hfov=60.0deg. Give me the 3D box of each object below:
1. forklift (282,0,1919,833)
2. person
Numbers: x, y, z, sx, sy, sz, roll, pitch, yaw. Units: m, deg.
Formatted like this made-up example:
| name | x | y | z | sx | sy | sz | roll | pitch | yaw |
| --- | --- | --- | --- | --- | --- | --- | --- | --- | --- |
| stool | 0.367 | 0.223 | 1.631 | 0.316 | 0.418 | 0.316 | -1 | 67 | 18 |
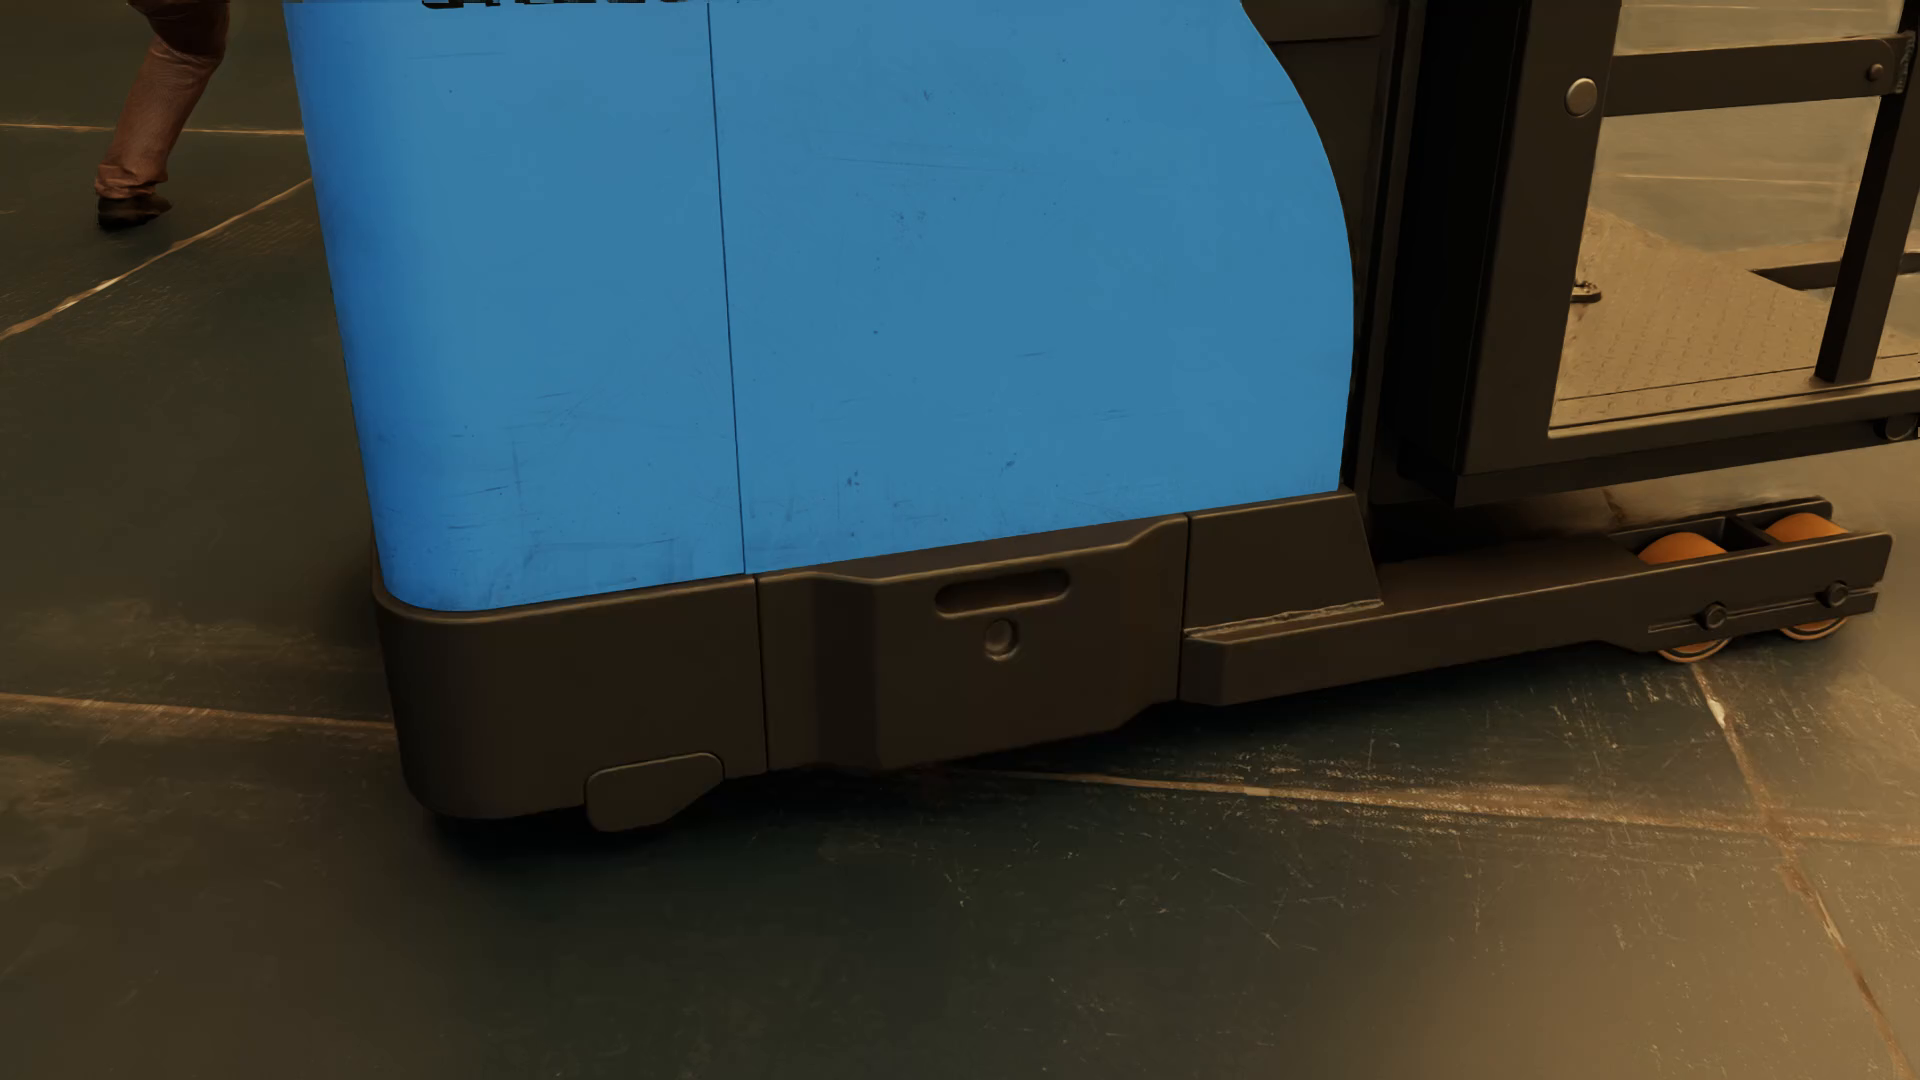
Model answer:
| name | x | y | z | sx | sy | sz | roll | pitch | yaw |
| --- | --- | --- | --- | --- | --- | --- | --- | --- | --- |
| forklift | 0.714 | -1.368 | 1.958 | 3.031 | 2.935 | 1.130 | -8 | 28 | -16 |
| person | -1.687 | -1.425 | 3.769 | 0.830 | 1.501 | 0.667 | 5 | 27 | 10 |
